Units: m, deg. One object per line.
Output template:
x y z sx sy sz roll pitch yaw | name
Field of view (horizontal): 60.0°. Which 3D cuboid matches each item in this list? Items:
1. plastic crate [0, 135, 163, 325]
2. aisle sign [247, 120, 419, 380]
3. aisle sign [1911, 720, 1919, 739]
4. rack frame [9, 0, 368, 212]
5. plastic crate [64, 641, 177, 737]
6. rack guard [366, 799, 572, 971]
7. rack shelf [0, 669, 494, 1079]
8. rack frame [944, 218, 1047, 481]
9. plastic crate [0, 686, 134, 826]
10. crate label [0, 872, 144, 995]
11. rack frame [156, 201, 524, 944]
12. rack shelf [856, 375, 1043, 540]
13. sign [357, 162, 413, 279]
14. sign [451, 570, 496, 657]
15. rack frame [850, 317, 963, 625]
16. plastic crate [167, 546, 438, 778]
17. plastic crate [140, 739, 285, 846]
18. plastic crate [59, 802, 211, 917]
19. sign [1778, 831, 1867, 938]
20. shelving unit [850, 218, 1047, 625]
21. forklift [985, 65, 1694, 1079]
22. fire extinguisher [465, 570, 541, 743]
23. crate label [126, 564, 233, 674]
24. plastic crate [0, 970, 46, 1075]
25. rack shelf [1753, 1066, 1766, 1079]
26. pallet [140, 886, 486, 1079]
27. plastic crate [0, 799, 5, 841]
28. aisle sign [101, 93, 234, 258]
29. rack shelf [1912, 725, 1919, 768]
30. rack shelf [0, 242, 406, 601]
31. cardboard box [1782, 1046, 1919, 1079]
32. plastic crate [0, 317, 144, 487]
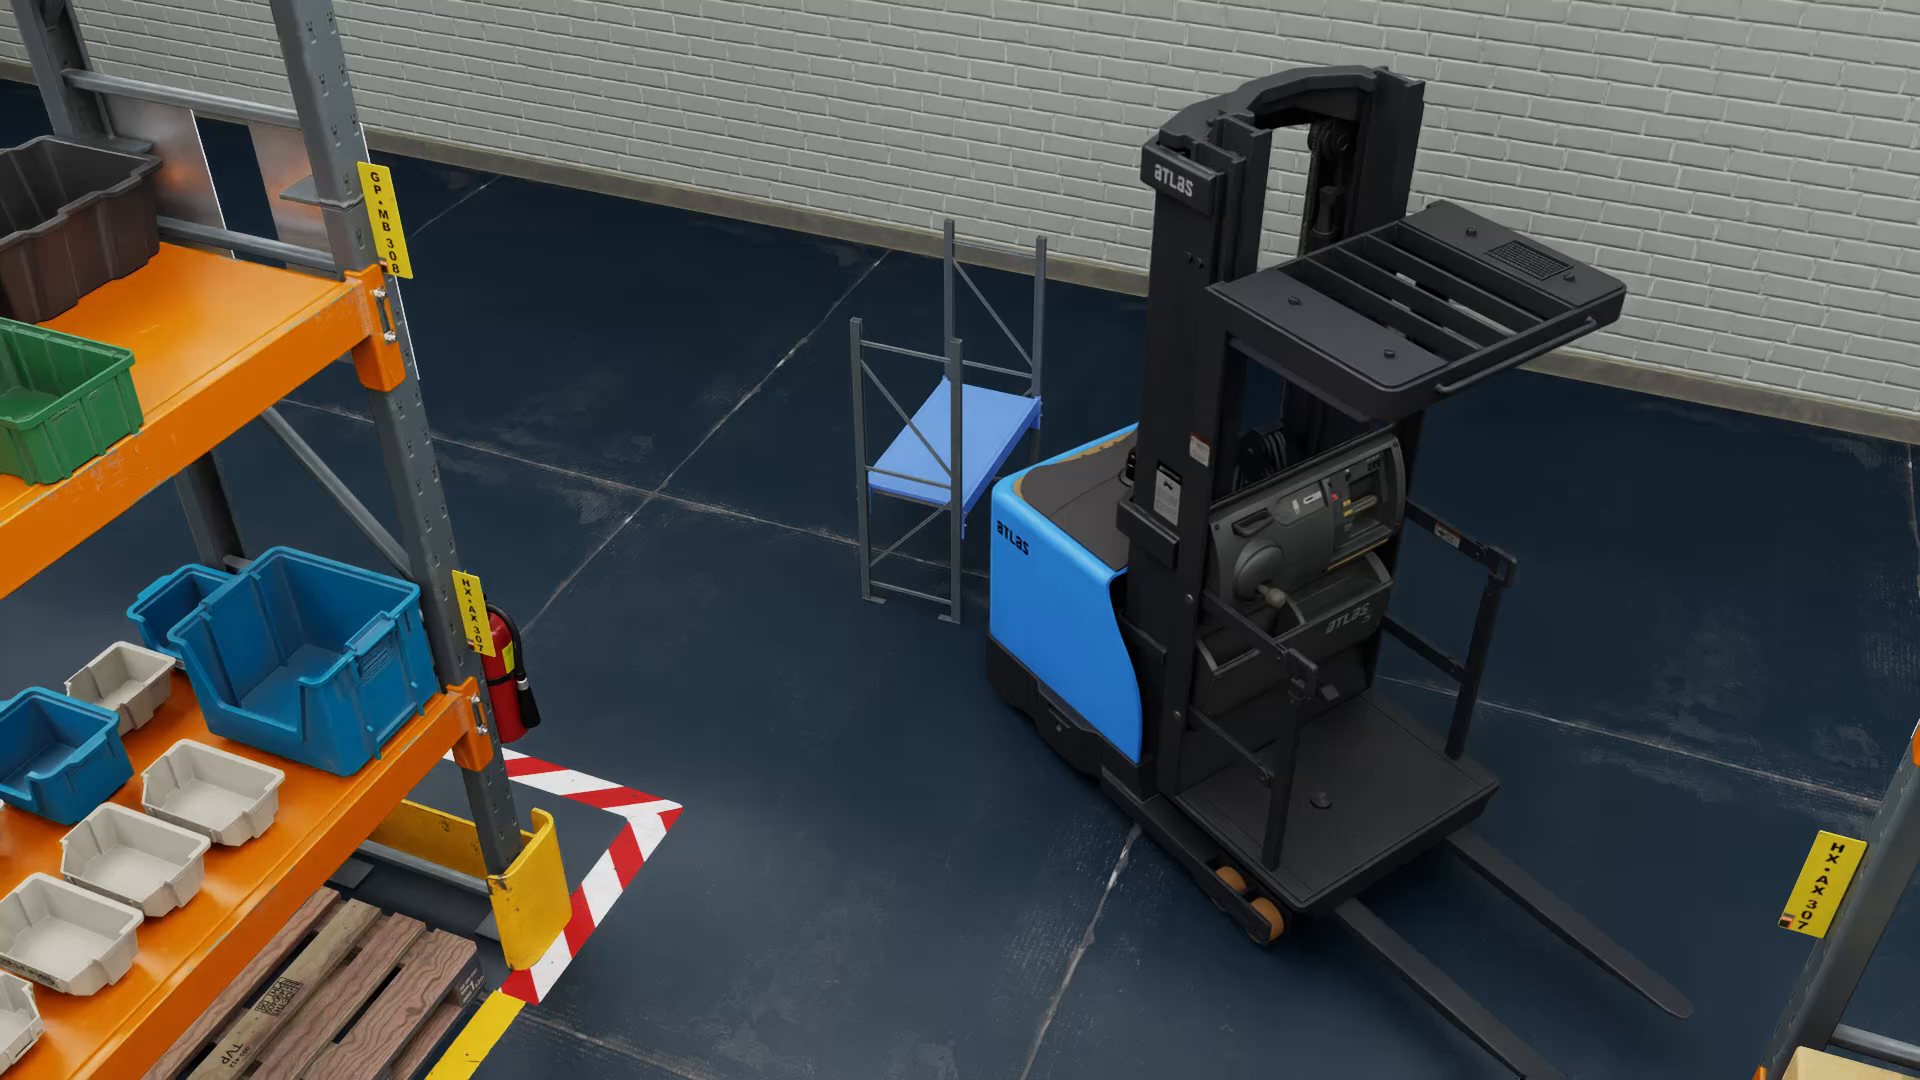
-2.465 -0.814 4.437 0.497 0.269 0.590 14 39 18 | plastic crate
-1.763 -0.829 4.682 0.394 0.787 0.004 14 39 18 | aisle sign
2.269 0.164 3.353 0.394 0.787 0.004 14 39 18 | aisle sign
-2.061 -2.217 3.700 1.000 3.000 0.127 14 39 18 | rack frame
-2.658 0.488 5.262 0.250 0.136 0.298 14 39 18 | plastic crate
-2.064 1.171 6.266 1.175 0.500 0.348 14 39 18 | rack guard
-2.822 1.581 4.230 1.077 0.370 4.000 14 39 18 | rack shelf
0.161 -0.835 8.114 0.500 1.500 0.032 14 39 18 | rack frame
-2.710 0.655 4.958 0.416 0.233 0.300 14 39 18 | plastic crate
-2.411 1.077 4.474 0.396 0.136 0.243 14 39 18 | crate label
-2.061 0.186 5.496 1.000 3.000 0.127 14 39 18 | rack frame
-0.032 -0.409 7.845 0.538 0.185 1.000 14 39 18 | rack shelf
-1.546 -0.858 4.474 0.100 0.325 0.005 14 39 18 | sign
-1.546 0.237 5.292 0.100 0.325 0.005 14 39 18 | sign
-0.226 -0.272 7.361 0.500 1.500 0.032 14 39 18 | rack frame
-2.016 0.375 5.163 0.616 0.435 0.499 14 39 18 | plastic crate
-2.204 0.760 4.898 0.396 0.136 0.243 14 39 18 | plastic crate
-2.328 0.917 4.688 0.396 0.136 0.243 14 39 18 | plastic crate
2.008 0.806 3.877 0.100 0.325 0.005 14 39 18 | sign
-0.032 -0.554 7.738 0.538 1.500 1.048 14 39 18 | shelving unit
1.375 0.002 5.800 1.130 2.935 3.031 -23 43 -28 | forklift
-1.584 0.386 5.604 0.296 0.674 0.183 14 39 18 | fire extinguisher
-2.460 0.290 5.446 0.416 0.233 0.303 14 39 18 | crate label
-2.507 1.245 4.249 0.298 0.136 0.250 14 39 18 | plastic crate
1.758 2.709 2.721 1.077 0.370 4.000 14 39 18 | rack shelf
-2.411 1.750 5.732 1.003 0.211 1.213 14 39 18 | pallet
-2.916 0.863 4.760 0.250 0.136 0.298 14 39 18 | plastic crate
-2.309 -0.963 4.862 0.394 0.787 0.004 14 39 18 | aisle sign
1.758 1.508 1.823 1.077 0.370 4.000 14 39 18 | rack shelf
-2.822 0.380 3.332 1.077 0.370 4.000 14 39 18 | rack shelf
2.087 1.459 3.669 0.500 0.250 0.500 13 39 17 | cardboard box
-2.172 -0.320 3.844 0.450 0.188 0.336 14 39 18 | plastic crate
